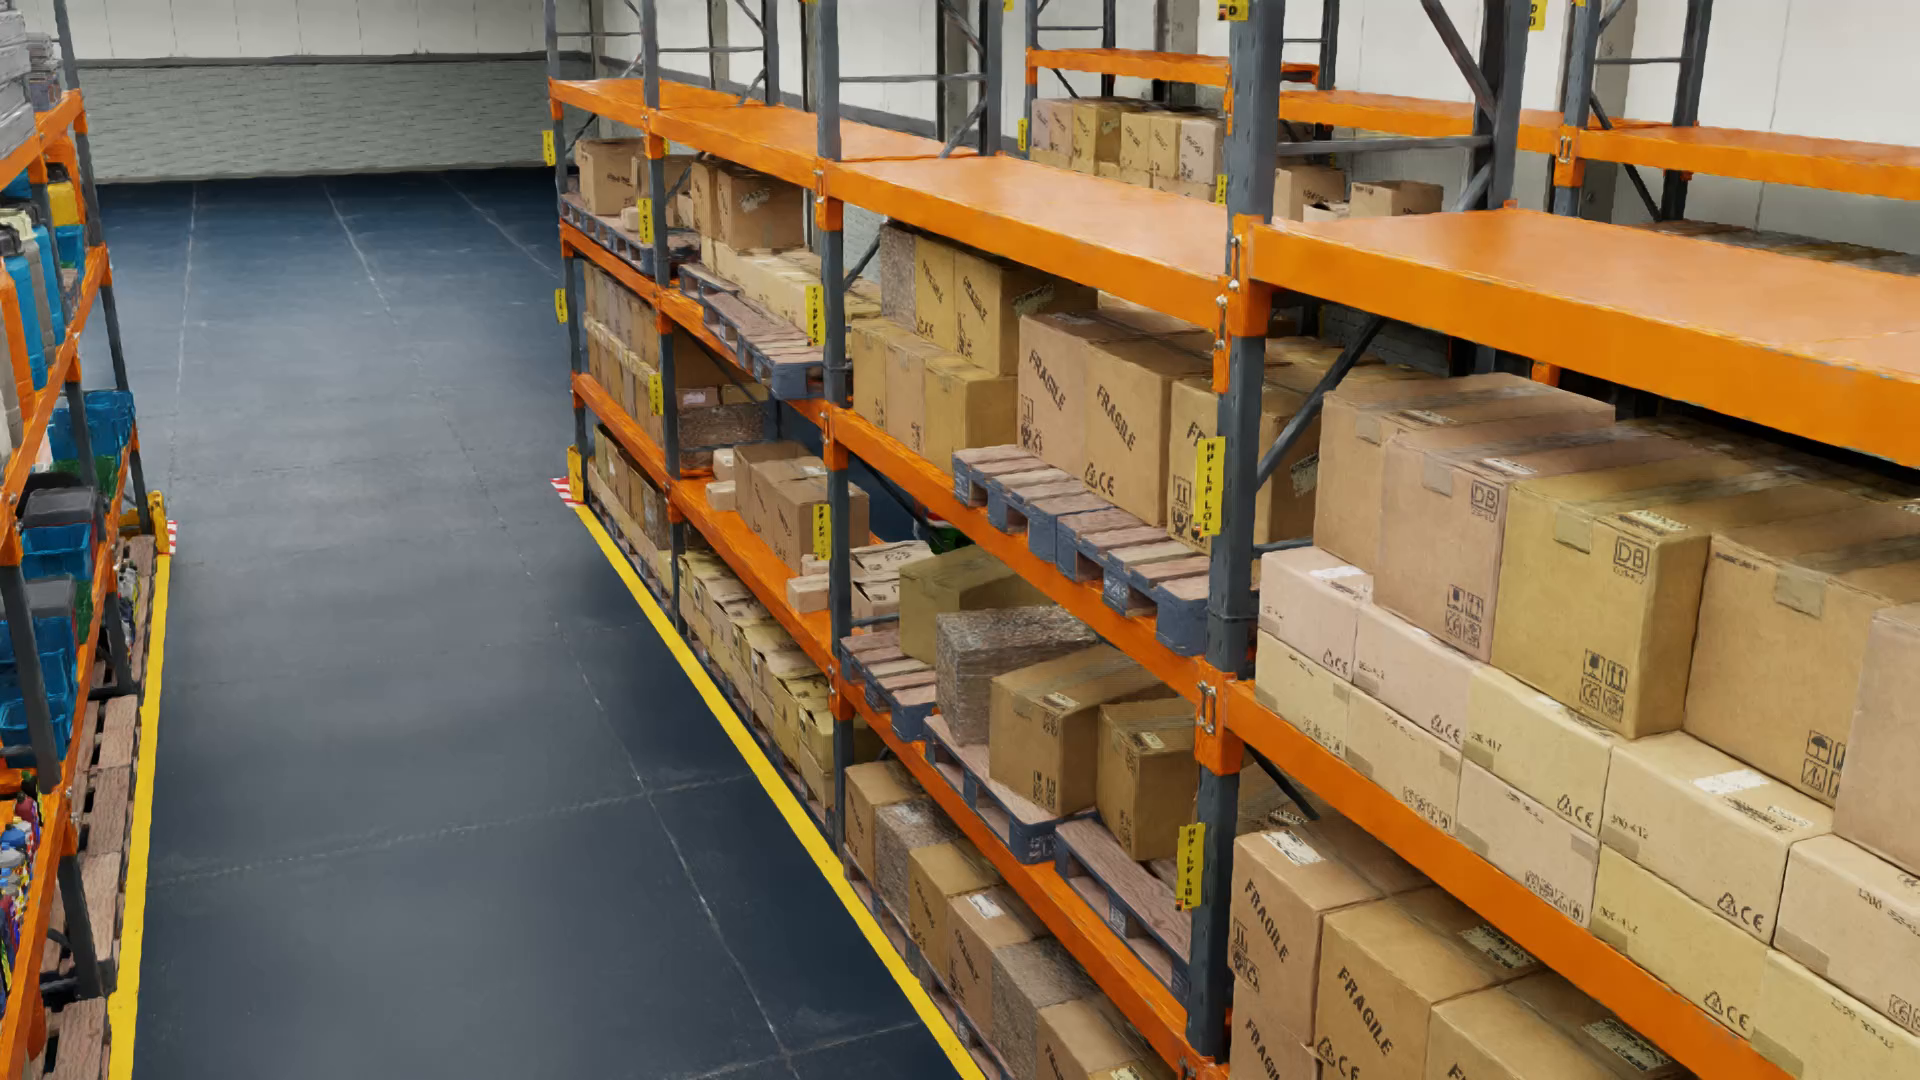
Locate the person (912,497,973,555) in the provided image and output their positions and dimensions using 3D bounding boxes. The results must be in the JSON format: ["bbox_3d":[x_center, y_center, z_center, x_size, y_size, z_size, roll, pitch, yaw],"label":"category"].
[{"bbox_3d":[-0.133,-0.158,13.276,0.535,1.776,0.700,-8,20,-23],"label":"person"}]
